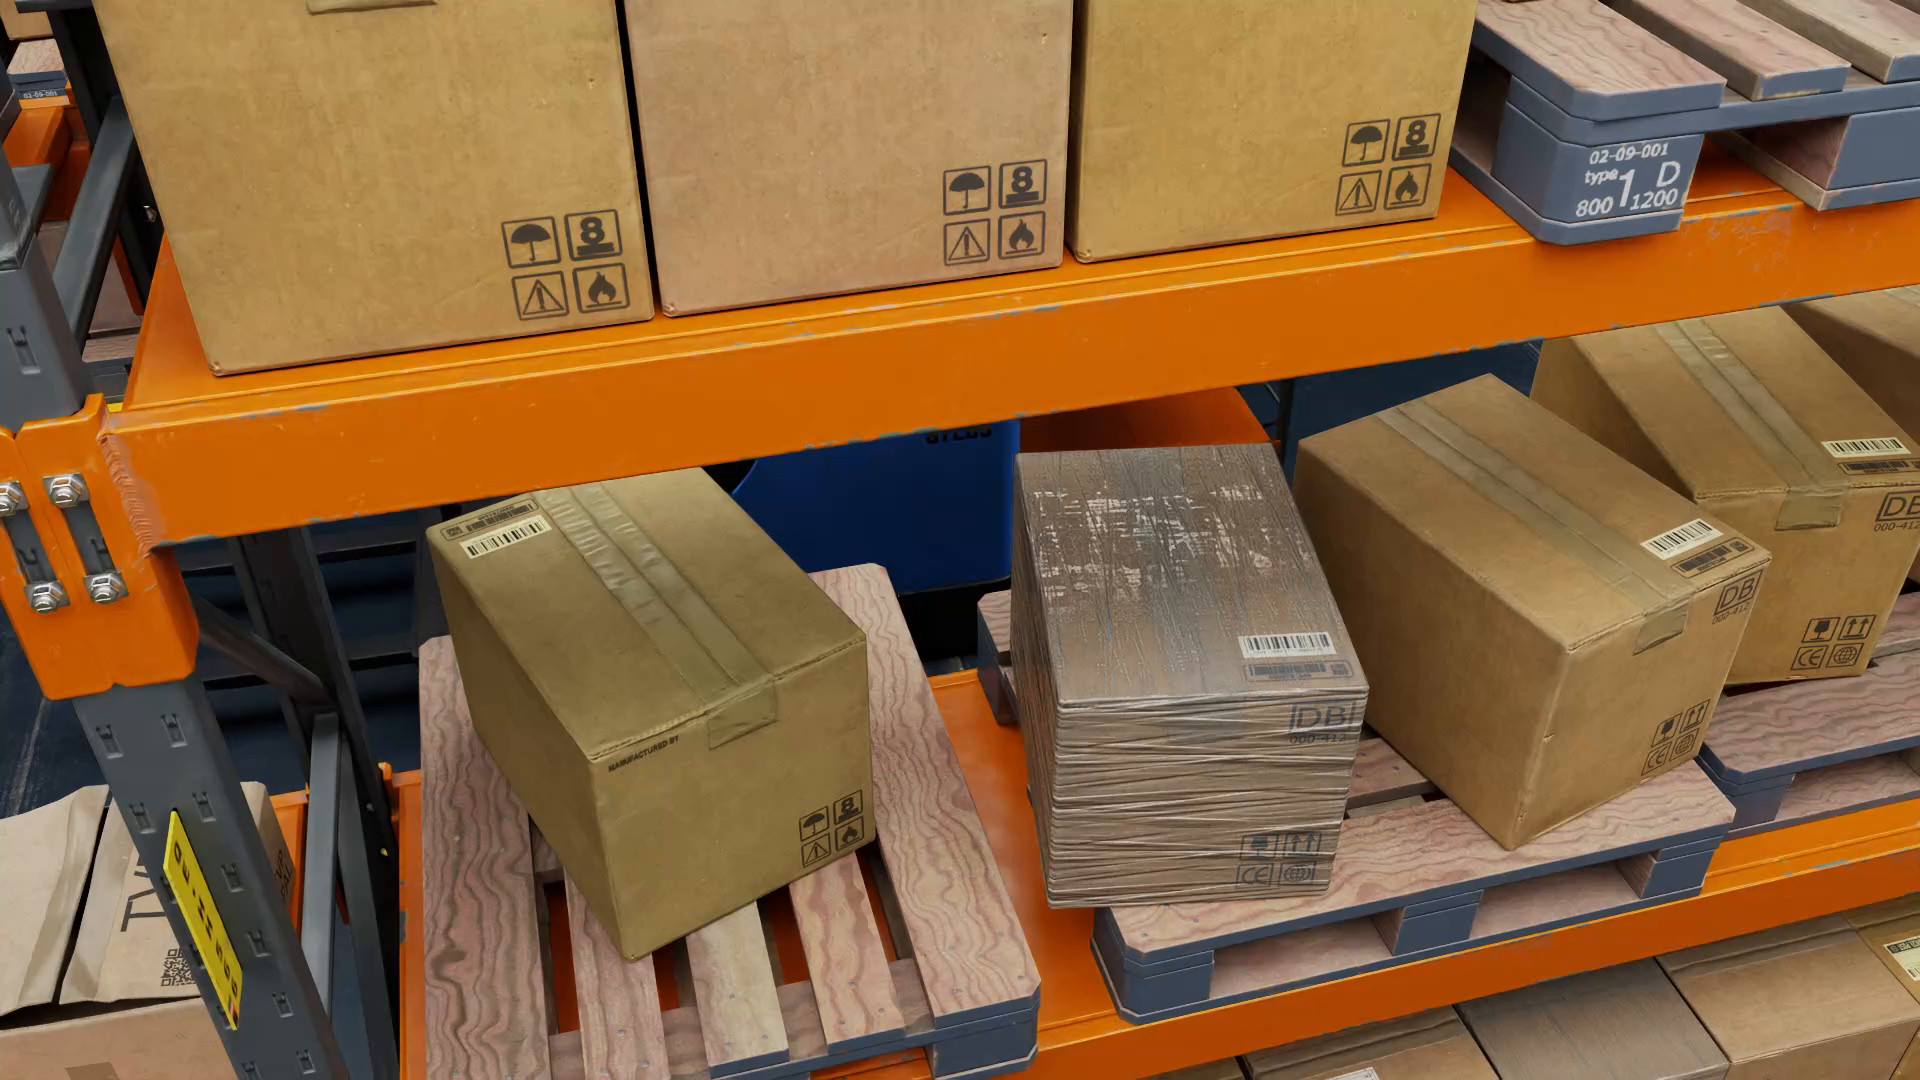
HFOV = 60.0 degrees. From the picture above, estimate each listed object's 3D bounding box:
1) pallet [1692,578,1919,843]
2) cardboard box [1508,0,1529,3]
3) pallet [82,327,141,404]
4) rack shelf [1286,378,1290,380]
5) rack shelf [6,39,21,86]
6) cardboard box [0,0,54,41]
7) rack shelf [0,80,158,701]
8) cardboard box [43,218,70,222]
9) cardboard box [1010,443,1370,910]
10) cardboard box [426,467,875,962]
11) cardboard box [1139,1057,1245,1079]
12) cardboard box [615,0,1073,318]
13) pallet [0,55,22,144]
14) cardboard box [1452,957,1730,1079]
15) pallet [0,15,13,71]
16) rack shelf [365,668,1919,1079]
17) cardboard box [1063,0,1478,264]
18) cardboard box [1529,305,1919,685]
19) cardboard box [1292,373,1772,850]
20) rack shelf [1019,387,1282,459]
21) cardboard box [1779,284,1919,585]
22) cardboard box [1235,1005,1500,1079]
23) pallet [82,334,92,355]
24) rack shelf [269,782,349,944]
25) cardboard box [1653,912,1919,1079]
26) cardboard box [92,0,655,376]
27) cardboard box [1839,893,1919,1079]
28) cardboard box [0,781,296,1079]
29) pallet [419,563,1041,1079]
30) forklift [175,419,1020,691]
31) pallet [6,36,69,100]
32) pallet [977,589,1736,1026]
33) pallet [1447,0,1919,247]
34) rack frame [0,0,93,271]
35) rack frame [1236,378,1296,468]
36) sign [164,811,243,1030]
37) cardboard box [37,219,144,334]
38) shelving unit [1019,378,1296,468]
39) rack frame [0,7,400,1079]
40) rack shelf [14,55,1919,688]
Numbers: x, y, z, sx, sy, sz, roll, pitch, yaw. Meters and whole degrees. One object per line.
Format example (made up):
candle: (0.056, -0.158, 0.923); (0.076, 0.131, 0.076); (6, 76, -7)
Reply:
pallet: (1.928, 0.141, 3.754); (1.213, 0.211, 1.003); (-9, 38, -12)
cardboard box: (0.935, -1.186, 2.352); (0.600, 0.600, 0.600); (-11, 39, -14)
pallet: (-3.184, -1.038, 7.434); (1.213, 0.211, 1.003); (-9, 38, -12)
rack shelf: (0.610, -0.756, 5.831); (1.000, 0.278, 0.538); (-8, 38, -10)
rack shelf: (-4.360, -1.666, 6.552); (4.000, 0.370, 1.077); (-9, 38, -12)
cardboard box: (-3.413, -2.299, 6.342); (0.500, 0.500, 0.700); (-13, 39, -16)
rack shelf: (-3.065, 0.047, 1.843); (4.000, 0.370, 1.077); (-9, 38, -12)
cardboard box: (-3.677, -1.550, 6.886); (0.500, 0.250, 0.500); (-9, 38, -11)
cardboard box: (0.378, 0.231, 3.051); (0.500, 0.500, 0.700); (-3, 37, -3)
cardboard box: (-0.555, 0.264, 3.008); (0.500, 0.500, 0.700); (-23, 43, -27)
cardboard box: (0.370, 1.387, 3.663); (0.500, 0.500, 0.500); (-10, 38, -13)
cardboard box: (-0.229, -0.765, 2.230); (0.500, 0.500, 0.910); (-9, 38, -12)
pallet: (-1.766, -0.320, 1.886); (1.003, 0.211, 1.213); (-8, 38, -10)
cardboard box: (1.363, 1.220, 3.882); (0.500, 0.500, 0.500); (-9, 38, -11)
pallet: (-4.329, -1.855, 6.364); (1.213, 0.211, 1.003); (-9, 38, -12)
rack shelf: (0.797, 0.605, 3.582); (4.000, 0.370, 1.077); (-9, 38, -12)
cardboard box: (0.273, -0.847, 2.337); (0.500, 0.500, 0.910); (-9, 38, -12)
cardboard box: (1.565, -0.114, 3.502); (0.500, 0.500, 0.700); (-4, 38, -5)
cardboard box: (1.038, 0.112, 3.207); (0.500, 0.500, 0.700); (-19, 41, -23)
rack shelf: (0.610, -0.330, 6.158); (1.000, 0.278, 0.538); (-8, 38, -10)
cardboard box: (2.212, -0.260, 3.693); (0.500, 0.500, 0.700); (-23, 43, -27)
cardboard box: (0.872, 1.301, 3.775); (0.500, 0.500, 0.500); (-11, 39, -13)
pallet: (-4.359, -0.847, 7.184); (1.213, 0.211, 1.003); (-9, 38, -12)
rack shelf: (-3.065, 1.239, 2.754); (4.000, 0.370, 1.077); (-9, 38, -12)
cardboard box: (1.847, 1.140, 3.986); (0.500, 0.500, 0.500); (-9, 38, -12)
cardboard box: (-0.721, -0.684, 2.124); (0.500, 0.500, 0.910); (-9, 38, -12)
cardboard box: (2.326, 1.067, 4.082); (0.500, 0.500, 0.500); (-10, 38, -12)
cardboard box: (-1.496, 0.704, 2.935); (0.500, 0.311, 0.500); (-7, 38, -9)
pallet: (-0.498, 0.564, 3.202); (1.003, 0.211, 1.213); (-9, 38, -12)
forklift: (-1.367, -0.899, 5.013); (3.031, 2.935, 1.130); (-8, 38, -10)
pallet: (-3.089, -2.017, 6.576); (1.003, 0.211, 1.213); (-9, 38, -12)
pallet: (0.742, 0.402, 3.414); (1.213, 0.211, 1.003); (-9, 38, -12)
pallet: (1.080, -0.886, 2.625); (1.003, 0.211, 1.213); (-9, 38, -12)
rack frame: (-1.134, -1.747, 1.127); (0.127, 3.000, 1.000); (-9, 38, -12)
rack frame: (1.106, -0.593, 6.099); (0.032, 1.125, 0.500); (-8, 38, -10)
sign: (-0.986, 0.501, 2.173); (0.005, 0.325, 0.100); (-9, 38, -12)
cardboard box: (-3.638, -1.293, 7.166); (0.500, 0.500, 0.700); (-9, 38, -12)
shelving unit: (0.610, -0.524, 6.009); (1.048, 1.125, 0.538); (-8, 38, -10)
rack frame: (-1.134, 0.636, 2.949); (0.127, 3.000, 1.000); (-9, 38, -12)
rack shelf: (0.797, -0.586, 2.671); (4.000, 0.370, 1.077); (-9, 38, -12)
